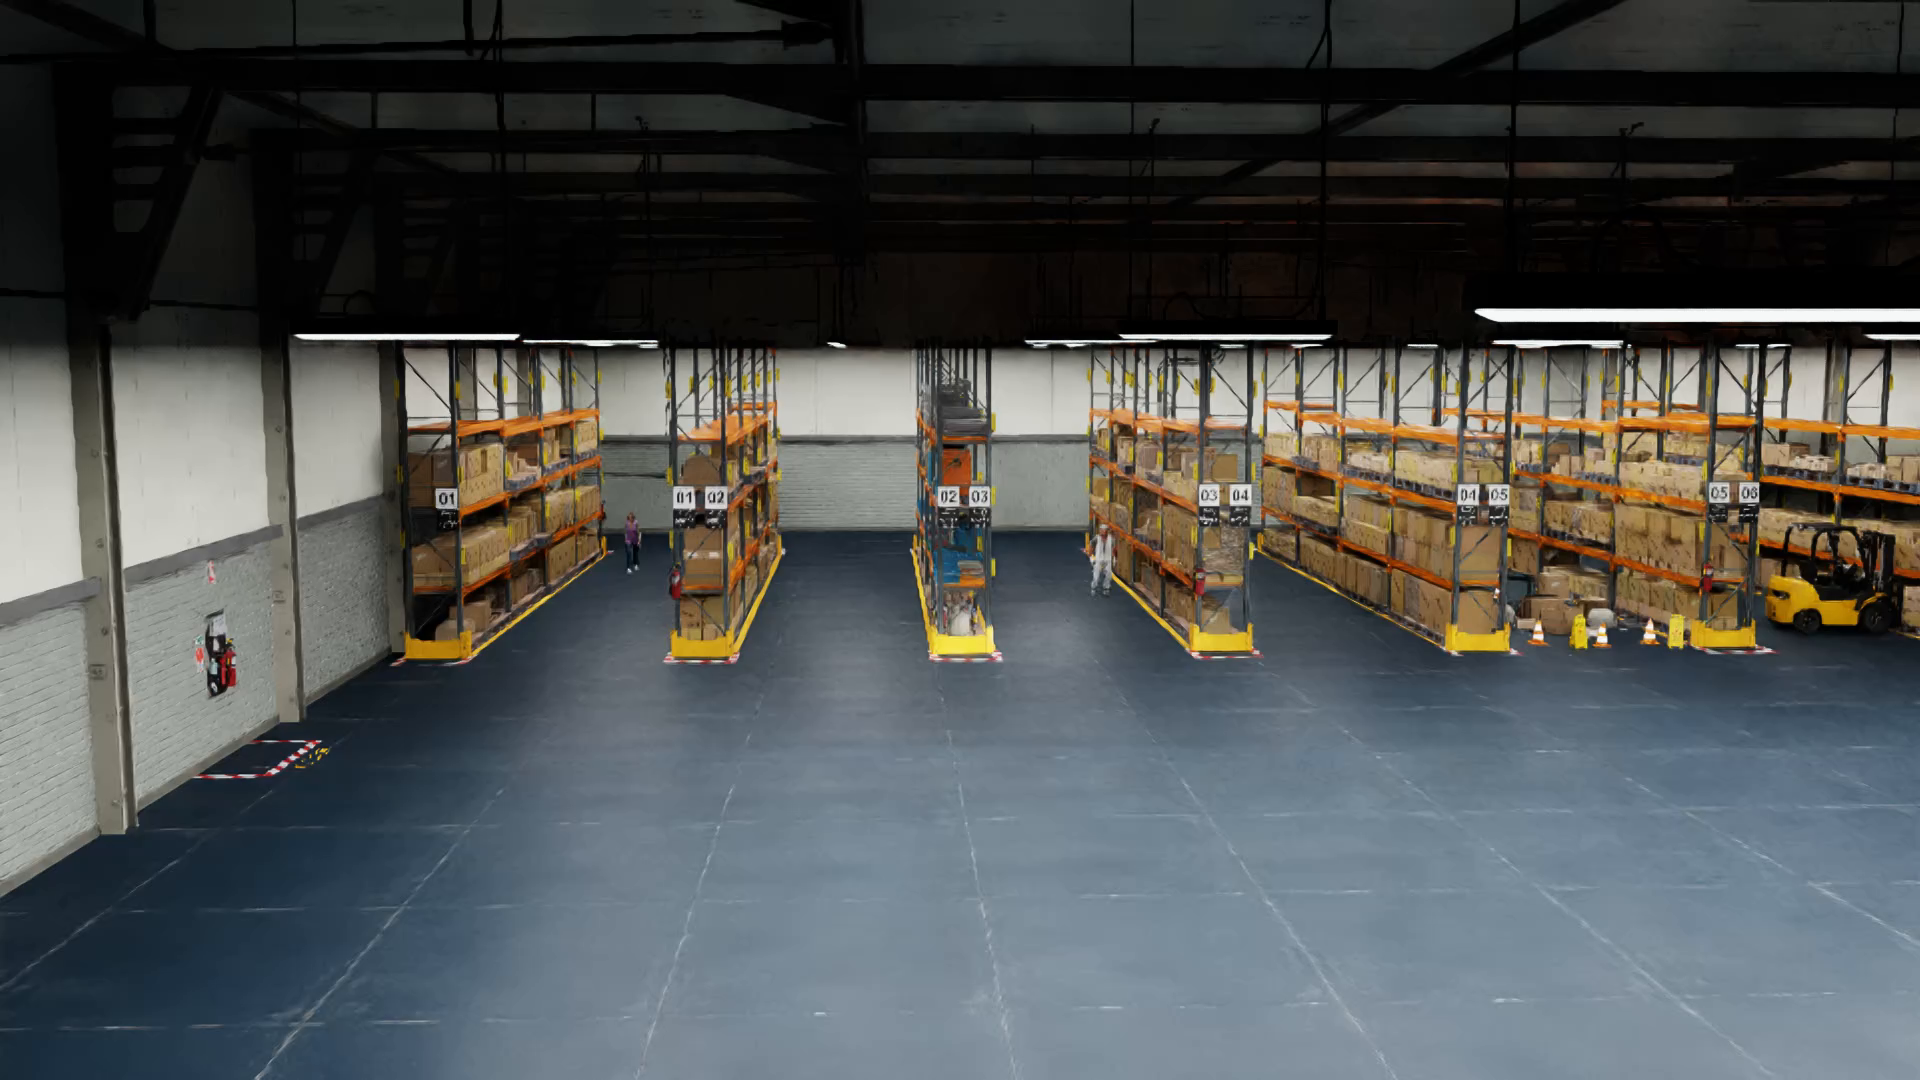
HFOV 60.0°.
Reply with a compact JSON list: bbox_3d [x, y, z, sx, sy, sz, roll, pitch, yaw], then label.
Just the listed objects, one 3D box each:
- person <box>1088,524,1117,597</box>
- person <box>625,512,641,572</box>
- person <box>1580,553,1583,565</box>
[{"bbox_3d":[3.319,0.480,38.652,0.677,1.742,0.552,0,7,-3],"label":"person"},{"bbox_3d":[-8.496,0.048,43.243,0.430,1.524,0.948,0,7,-4],"label":"person"},{"bbox_3d":[15.944,0.064,42.802,0.406,1.591,0.468,-4,8,-34],"label":"person"}]
